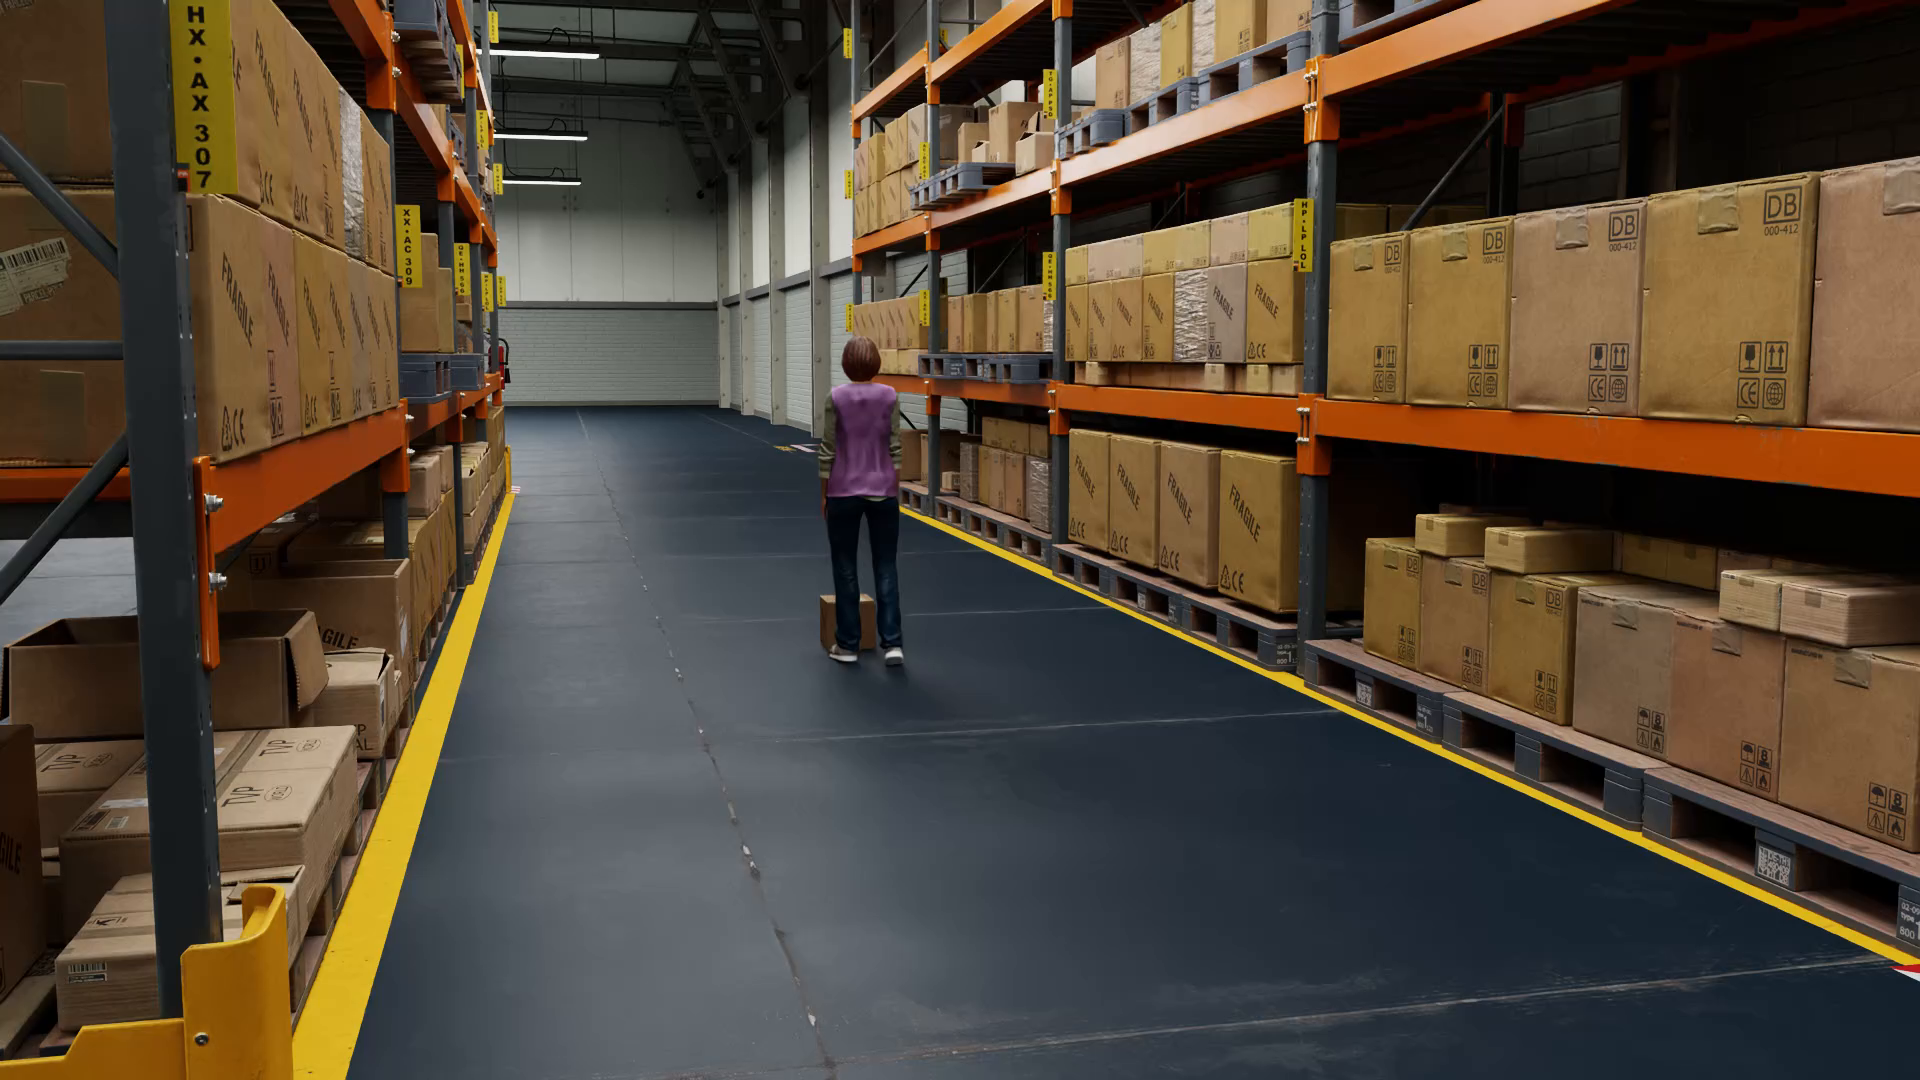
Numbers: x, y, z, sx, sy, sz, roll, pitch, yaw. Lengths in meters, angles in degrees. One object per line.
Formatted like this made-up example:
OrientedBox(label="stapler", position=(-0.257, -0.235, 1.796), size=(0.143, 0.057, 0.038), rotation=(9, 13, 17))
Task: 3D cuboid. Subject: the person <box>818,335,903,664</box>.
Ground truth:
OrientedBox(label="person", position=(-0.485, -0.168, 8.106), size=(0.413, 1.652, 0.391), rotation=(-1, 6, -13))
